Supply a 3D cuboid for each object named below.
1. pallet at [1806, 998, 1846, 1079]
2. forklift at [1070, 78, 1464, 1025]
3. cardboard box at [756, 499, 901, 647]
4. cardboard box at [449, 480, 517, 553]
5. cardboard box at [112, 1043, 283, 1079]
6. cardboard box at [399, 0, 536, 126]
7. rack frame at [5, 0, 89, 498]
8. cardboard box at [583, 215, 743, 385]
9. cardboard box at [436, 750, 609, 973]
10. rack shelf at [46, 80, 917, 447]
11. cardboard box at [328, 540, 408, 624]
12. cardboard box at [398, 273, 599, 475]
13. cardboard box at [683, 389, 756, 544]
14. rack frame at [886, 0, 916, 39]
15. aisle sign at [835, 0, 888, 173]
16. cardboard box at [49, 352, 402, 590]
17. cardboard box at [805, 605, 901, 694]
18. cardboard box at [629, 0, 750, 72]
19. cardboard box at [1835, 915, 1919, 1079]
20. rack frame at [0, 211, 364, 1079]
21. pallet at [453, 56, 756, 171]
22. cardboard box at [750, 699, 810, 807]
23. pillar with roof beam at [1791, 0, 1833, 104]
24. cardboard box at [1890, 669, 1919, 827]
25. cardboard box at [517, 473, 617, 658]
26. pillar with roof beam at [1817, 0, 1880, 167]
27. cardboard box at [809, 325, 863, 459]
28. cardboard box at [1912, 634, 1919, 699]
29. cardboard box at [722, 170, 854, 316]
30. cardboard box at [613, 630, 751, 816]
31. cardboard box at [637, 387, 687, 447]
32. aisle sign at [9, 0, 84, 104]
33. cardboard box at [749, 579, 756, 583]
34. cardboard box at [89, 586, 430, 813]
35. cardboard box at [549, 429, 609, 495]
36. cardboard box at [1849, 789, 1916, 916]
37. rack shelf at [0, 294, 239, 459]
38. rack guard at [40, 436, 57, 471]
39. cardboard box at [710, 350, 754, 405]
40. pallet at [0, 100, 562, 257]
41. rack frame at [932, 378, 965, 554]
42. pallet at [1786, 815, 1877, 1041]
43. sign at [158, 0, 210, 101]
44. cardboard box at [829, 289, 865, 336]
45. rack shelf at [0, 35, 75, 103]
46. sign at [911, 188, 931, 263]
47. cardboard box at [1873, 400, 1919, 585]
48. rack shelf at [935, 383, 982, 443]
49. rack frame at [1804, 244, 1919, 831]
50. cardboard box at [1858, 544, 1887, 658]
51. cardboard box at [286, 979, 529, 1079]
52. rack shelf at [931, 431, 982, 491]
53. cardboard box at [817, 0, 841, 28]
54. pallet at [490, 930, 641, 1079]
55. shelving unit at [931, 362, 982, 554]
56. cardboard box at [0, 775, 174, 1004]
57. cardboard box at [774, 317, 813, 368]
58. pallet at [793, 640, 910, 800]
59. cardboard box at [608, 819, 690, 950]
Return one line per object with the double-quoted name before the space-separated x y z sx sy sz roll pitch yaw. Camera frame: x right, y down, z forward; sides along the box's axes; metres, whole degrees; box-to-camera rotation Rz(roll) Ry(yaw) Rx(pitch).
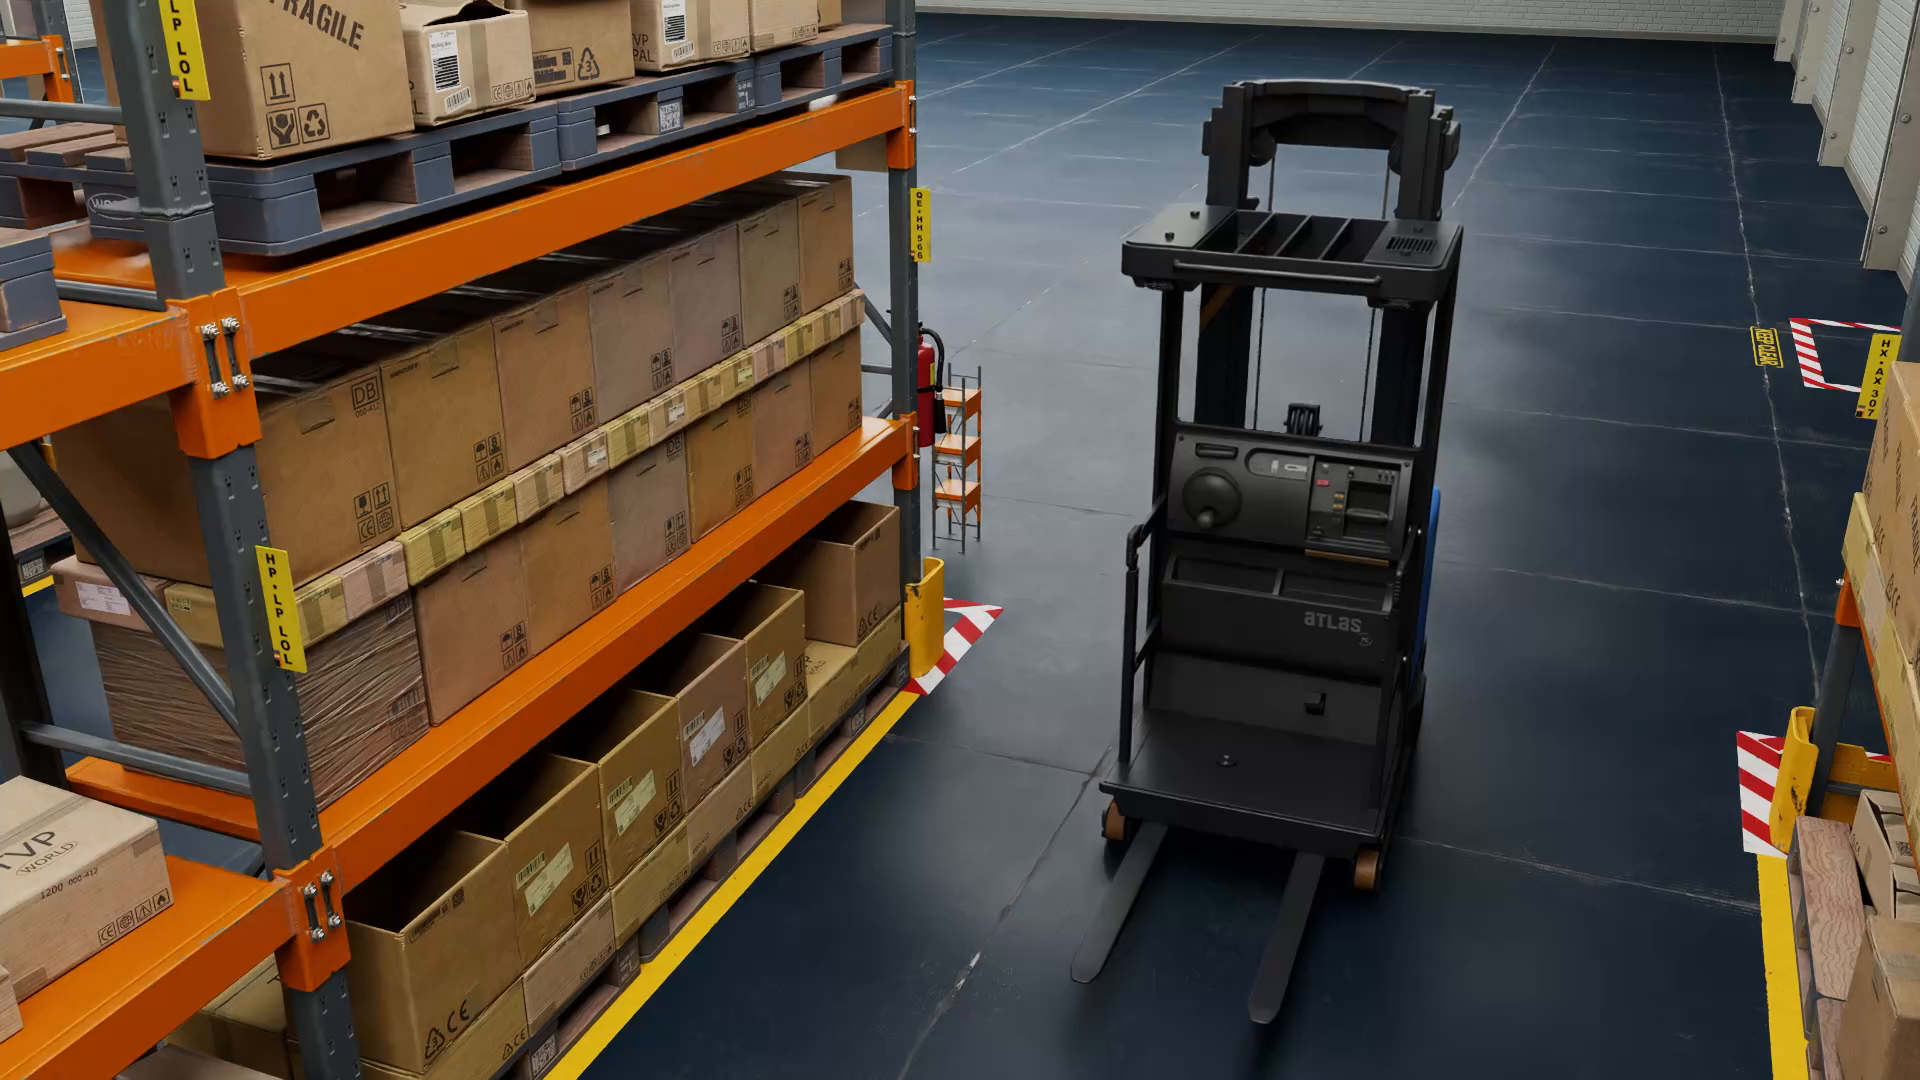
"pallet" 3.106 1.905 4.915 1.003 0.211 1.213 9 24 20
"forklift" 1.217 -0.164 6.340 1.130 2.935 3.031 8 24 19
"cardboard box" -0.600 0.126 7.606 0.500 0.500 0.500 9 24 20
"cardboard box" -1.599 -0.096 5.117 0.380 0.149 0.250 9 24 20
"cardboard box" -2.047 1.596 4.332 0.500 0.311 0.500 9 24 20
"cardboard box" -1.530 -1.343 4.571 0.500 0.311 0.500 7 24 17
"rack frame" -5.274 -1.548 9.564 1.000 3.000 0.127 9 24 20
"cardboard box" -1.258 -0.928 6.268 0.700 0.500 0.500 9 24 20
"cardboard box" -1.521 1.022 5.461 0.500 0.500 0.500 9 24 20
"rack shelf" -1.420 -1.174 5.710 1.077 0.370 4.000 9 24 20
"cardboard box" -1.790 0.090 4.670 0.380 0.149 0.250 9 24 21
"cardboard box" -1.630 -0.570 5.411 0.700 0.500 0.500 9 24 20
"cardboard box" -1.242 -0.353 6.573 0.700 0.500 0.500 9 24 20
"rack frame" -0.677 -3.606 6.706 1.000 3.000 0.127 9 24 20
"aisle sign" -0.380 -2.018 7.317 0.394 0.787 0.004 9 24 20
"cardboard box" -2.004 -0.210 4.549 0.700 0.500 0.500 9 24 20
"cardboard box" -0.602 0.472 7.751 0.500 0.250 0.500 9 24 20
"cardboard box" -1.066 -1.790 5.641 0.500 0.311 0.500 12 25 26
"cardboard box" 3.053 1.515 4.903 0.700 0.500 0.500 7 24 17
"rack frame" -2.162 0.594 4.436 1.000 3.000 0.127 9 24 20
"pallet" -1.415 -1.493 5.656 1.003 0.211 1.213 9 24 20
"cardboard box" -0.960 0.832 6.890 0.500 0.250 0.500 9 24 20
"pillar with roof beam" 9.385 -11.728 26.152 9.100 9.000 0.400 9 24 20
"cardboard box" 2.884 0.610 4.567 0.500 0.250 0.500 9 24 21
"cardboard box" -1.624 0.020 5.682 0.700 0.500 0.500 9 24 21
"pillar with roof beam" 7.156 -9.581 21.012 9.100 9.000 0.400 9 24 20
"cardboard box" -0.862 -0.718 7.448 0.700 0.500 0.500 9 24 20
"cardboard box" 2.896 0.258 4.436 0.500 0.500 0.500 10 25 22
"cardboard box" -0.882 -1.298 7.153 0.700 0.500 0.500 9 24 20
"cardboard box" -1.144 0.665 6.316 0.500 0.500 0.500 9 24 20
"cardboard box" -1.216 -0.463 5.996 0.380 0.149 0.250 8 24 19
"aisle sign" -4.972 -2.731 9.023 0.394 0.787 0.004 9 24 20
"cardboard box" -1.082 0.398 7.929 0.500 0.250 0.500 9 24 20
"cardboard box" -2.004 0.388 4.799 0.700 0.500 0.500 8 24 19
"cardboard box" -1.408 -0.282 5.561 0.380 0.149 0.250 8 24 19
"cardboard box" 3.583 1.143 6.040 0.500 0.311 0.500 6 23 14
"rack shelf" -2.905 0.258 2.283 1.077 0.370 4.000 9 24 20
"rack guard" -5.259 -0.360 9.964 1.175 0.500 0.348 9 24 20
"cardboard box" -1.025 -0.650 6.442 0.380 0.149 0.250 10 25 22
"pallet" -1.870 -1.058 4.614 1.003 0.211 1.213 9 24 20
"rack frame" -0.065 -0.422 9.397 0.200 1.050 0.008 9 24 20
"pallet" 3.561 1.470 5.957 1.003 0.211 1.213 9 24 20
"sign" -1.655 -1.100 3.520 0.100 0.325 0.005 9 24 20
"cardboard box" -0.642 -1.019 7.326 0.380 0.149 0.250 8 24 19
"rack shelf" -6.017 -1.884 7.411 1.077 0.370 4.000 9 24 20
"sign" -0.178 -1.398 7.396 0.100 0.325 0.005 9 24 20
"cardboard box" 3.275 -0.112 5.323 0.500 0.500 0.500 9 24 20
"rack shelf" -0.020 -0.717 9.397 0.215 0.259 0.240 9 24 20
"rack frame" 3.924 -0.129 6.168 1.000 3.000 0.127 9 24 20
"cardboard box" 3.268 0.248 5.434 0.500 0.250 0.500 8 24 18
"cardboard box" -1.709 1.547 5.178 0.500 0.250 0.500 9 24 20
"rack shelf" -0.020 -0.456 9.506 0.215 0.259 0.240 9 24 20
"cardboard box" -0.894 -2.322 6.666 0.797 0.503 0.637 11 25 24
"pallet" -1.828 1.602 5.640 1.003 0.211 1.213 9 24 20
"shelving unit" -0.020 -0.465 9.502 0.215 1.050 0.252 9 24 20
"cardboard box" -2.305 0.846 4.028 0.500 0.250 0.500 10 25 23
"cardboard box" -0.833 -0.833 6.882 0.380 0.149 0.250 8 24 19
"pallet" -0.922 0.729 7.731 1.003 0.211 1.213 9 24 20
"cardboard box" -1.328 1.190 6.031 0.500 0.250 0.500 9 24 20
